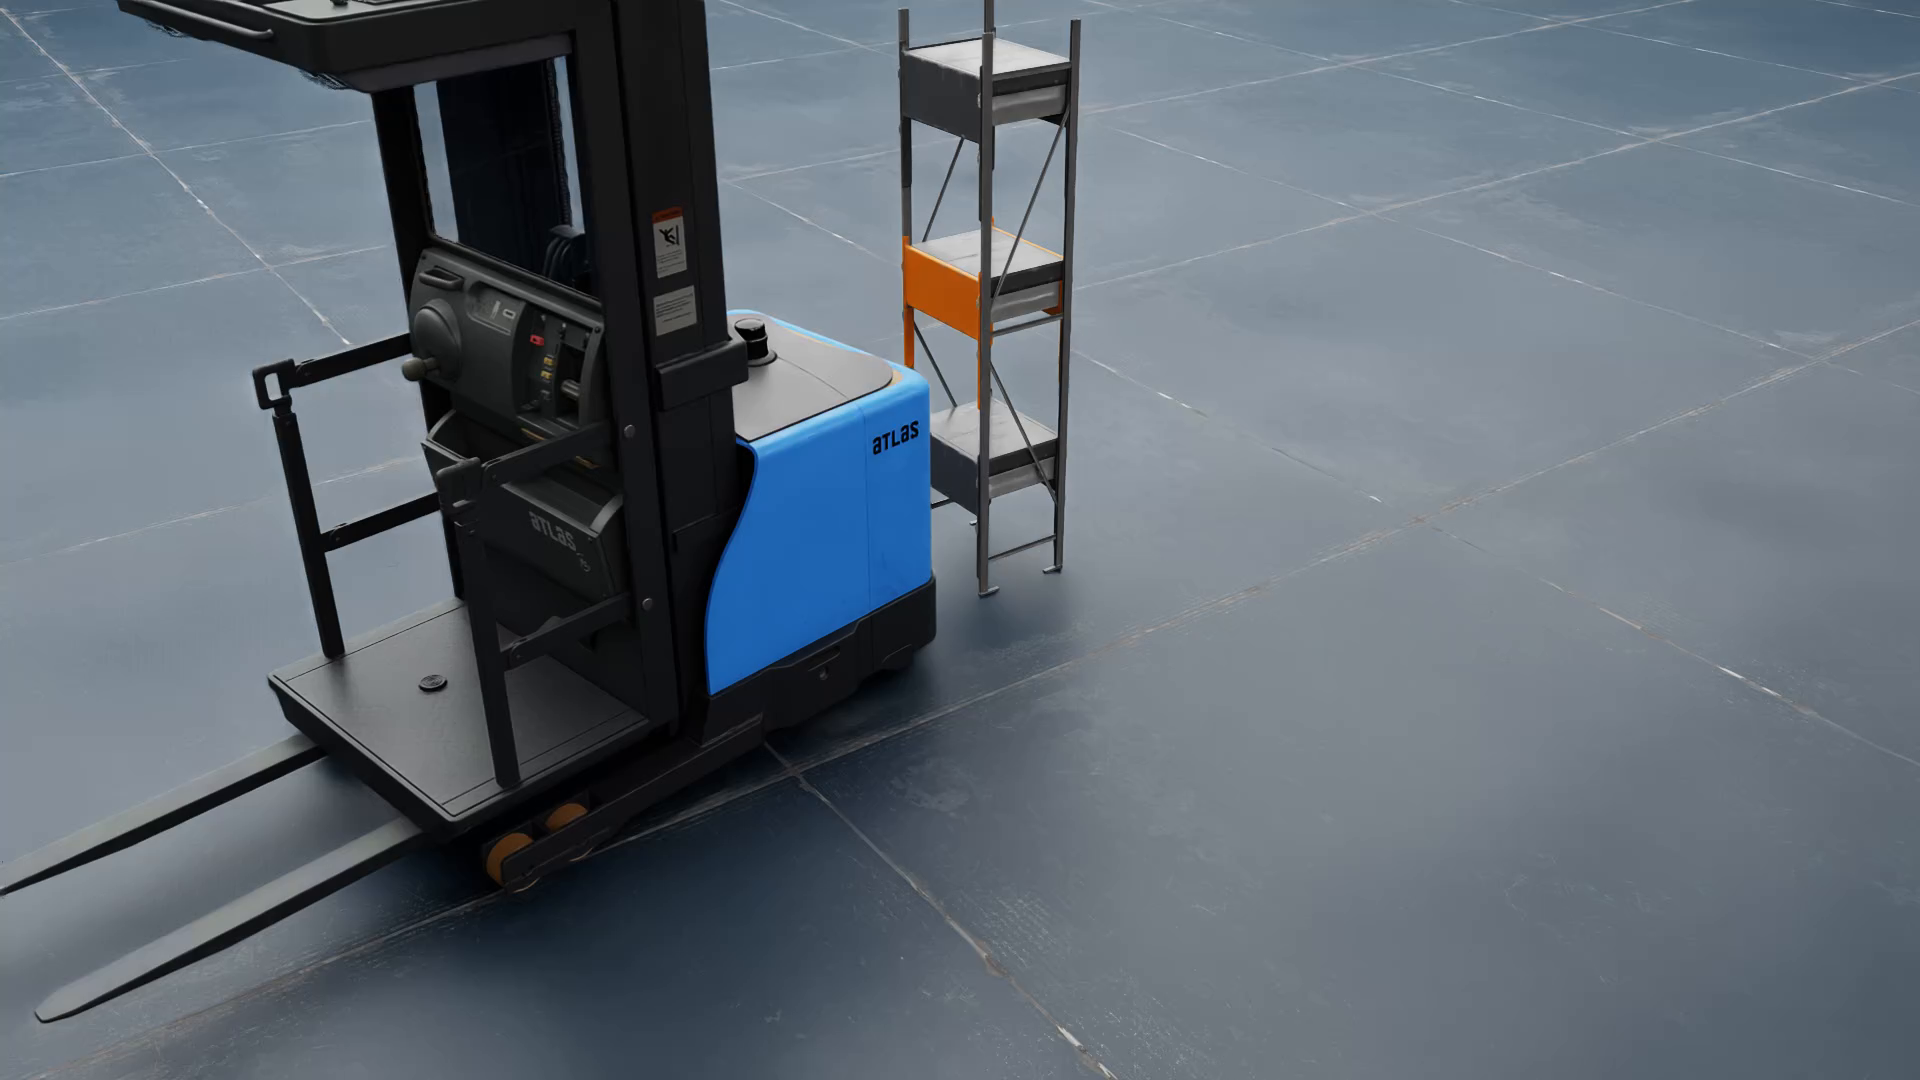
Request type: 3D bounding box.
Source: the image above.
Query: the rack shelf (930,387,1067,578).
[{"bbox_3d":[0.096,-0.231,6.471,0.431,0.518,0.480,-19,34,-31],"label":"rack shelf"}]

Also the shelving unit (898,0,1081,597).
[{"bbox_3d":[0.096,-0.858,6.130,0.431,2.100,0.503,-19,34,-31],"label":"shelving unit"}]

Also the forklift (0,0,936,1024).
[{"bbox_3d":[-1.462,-0.538,4.669,1.130,2.935,3.031,24,37,37],"label":"forklift"}]

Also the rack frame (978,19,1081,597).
[{"bbox_3d":[0.238,-0.763,5.956,0.400,2.100,0.015,-19,34,-31],"label":"rack frame"}]

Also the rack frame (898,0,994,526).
[{"bbox_3d":[-0.046,-0.953,6.305,0.400,2.100,0.015,-19,34,-31],"label":"rack frame"}]

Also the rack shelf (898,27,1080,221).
[{"bbox_3d":[0.096,-1.461,5.803,0.431,0.518,0.480,-19,34,-31],"label":"rack shelf"}]

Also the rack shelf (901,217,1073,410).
[{"bbox_3d":[0.096,-0.846,6.137,0.431,0.518,0.480,-19,34,-31],"label":"rack shelf"}]
